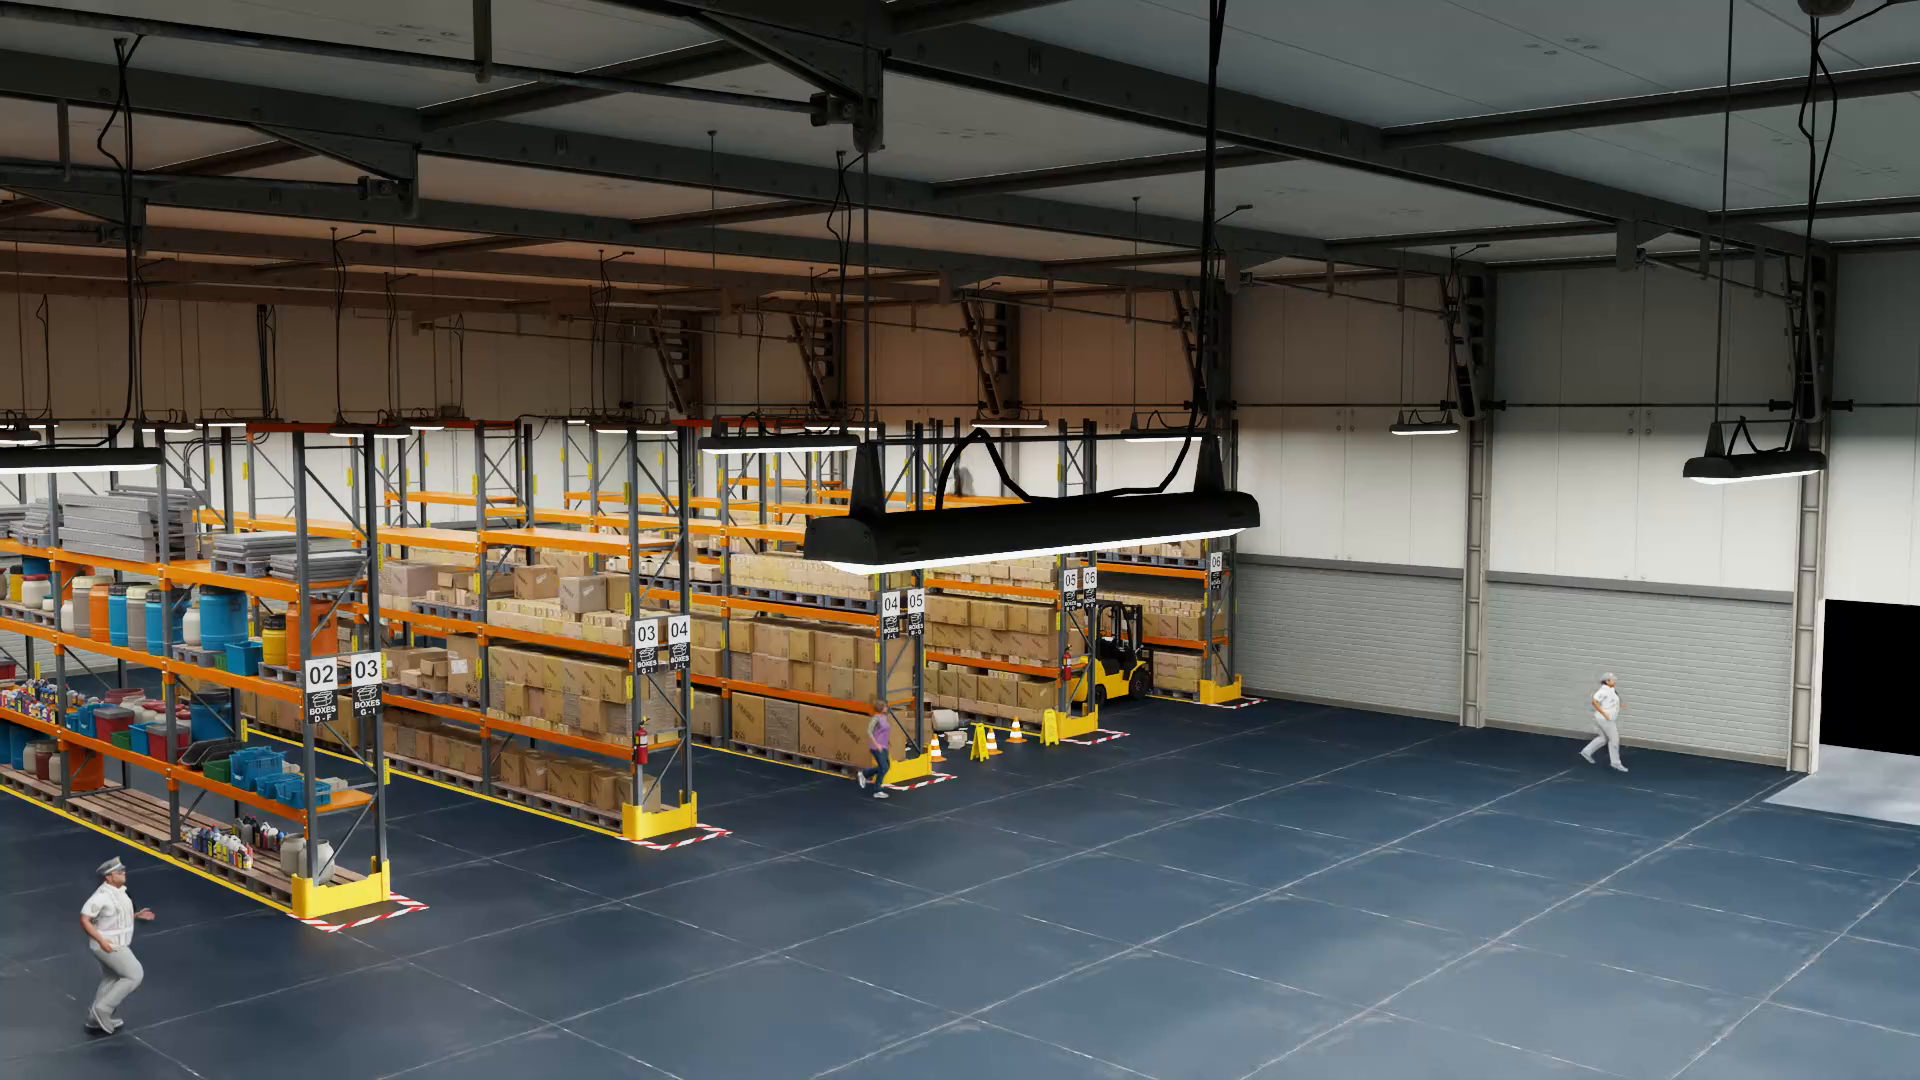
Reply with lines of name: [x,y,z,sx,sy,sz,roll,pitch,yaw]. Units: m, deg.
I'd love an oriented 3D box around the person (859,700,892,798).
person: [-1.354,3.375,26.920,0.572,1.520,0.587,2,5,20]

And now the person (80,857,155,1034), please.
person: [-8.522,4.076,16.862,0.640,1.768,0.638,-1,5,-18]

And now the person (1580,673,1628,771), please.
person: [11.229,3.141,28.917,0.793,1.687,0.602,2,5,26]

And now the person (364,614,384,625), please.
person: [-14.049,2.263,39.392,0.662,1.643,0.926,4,6,38]
